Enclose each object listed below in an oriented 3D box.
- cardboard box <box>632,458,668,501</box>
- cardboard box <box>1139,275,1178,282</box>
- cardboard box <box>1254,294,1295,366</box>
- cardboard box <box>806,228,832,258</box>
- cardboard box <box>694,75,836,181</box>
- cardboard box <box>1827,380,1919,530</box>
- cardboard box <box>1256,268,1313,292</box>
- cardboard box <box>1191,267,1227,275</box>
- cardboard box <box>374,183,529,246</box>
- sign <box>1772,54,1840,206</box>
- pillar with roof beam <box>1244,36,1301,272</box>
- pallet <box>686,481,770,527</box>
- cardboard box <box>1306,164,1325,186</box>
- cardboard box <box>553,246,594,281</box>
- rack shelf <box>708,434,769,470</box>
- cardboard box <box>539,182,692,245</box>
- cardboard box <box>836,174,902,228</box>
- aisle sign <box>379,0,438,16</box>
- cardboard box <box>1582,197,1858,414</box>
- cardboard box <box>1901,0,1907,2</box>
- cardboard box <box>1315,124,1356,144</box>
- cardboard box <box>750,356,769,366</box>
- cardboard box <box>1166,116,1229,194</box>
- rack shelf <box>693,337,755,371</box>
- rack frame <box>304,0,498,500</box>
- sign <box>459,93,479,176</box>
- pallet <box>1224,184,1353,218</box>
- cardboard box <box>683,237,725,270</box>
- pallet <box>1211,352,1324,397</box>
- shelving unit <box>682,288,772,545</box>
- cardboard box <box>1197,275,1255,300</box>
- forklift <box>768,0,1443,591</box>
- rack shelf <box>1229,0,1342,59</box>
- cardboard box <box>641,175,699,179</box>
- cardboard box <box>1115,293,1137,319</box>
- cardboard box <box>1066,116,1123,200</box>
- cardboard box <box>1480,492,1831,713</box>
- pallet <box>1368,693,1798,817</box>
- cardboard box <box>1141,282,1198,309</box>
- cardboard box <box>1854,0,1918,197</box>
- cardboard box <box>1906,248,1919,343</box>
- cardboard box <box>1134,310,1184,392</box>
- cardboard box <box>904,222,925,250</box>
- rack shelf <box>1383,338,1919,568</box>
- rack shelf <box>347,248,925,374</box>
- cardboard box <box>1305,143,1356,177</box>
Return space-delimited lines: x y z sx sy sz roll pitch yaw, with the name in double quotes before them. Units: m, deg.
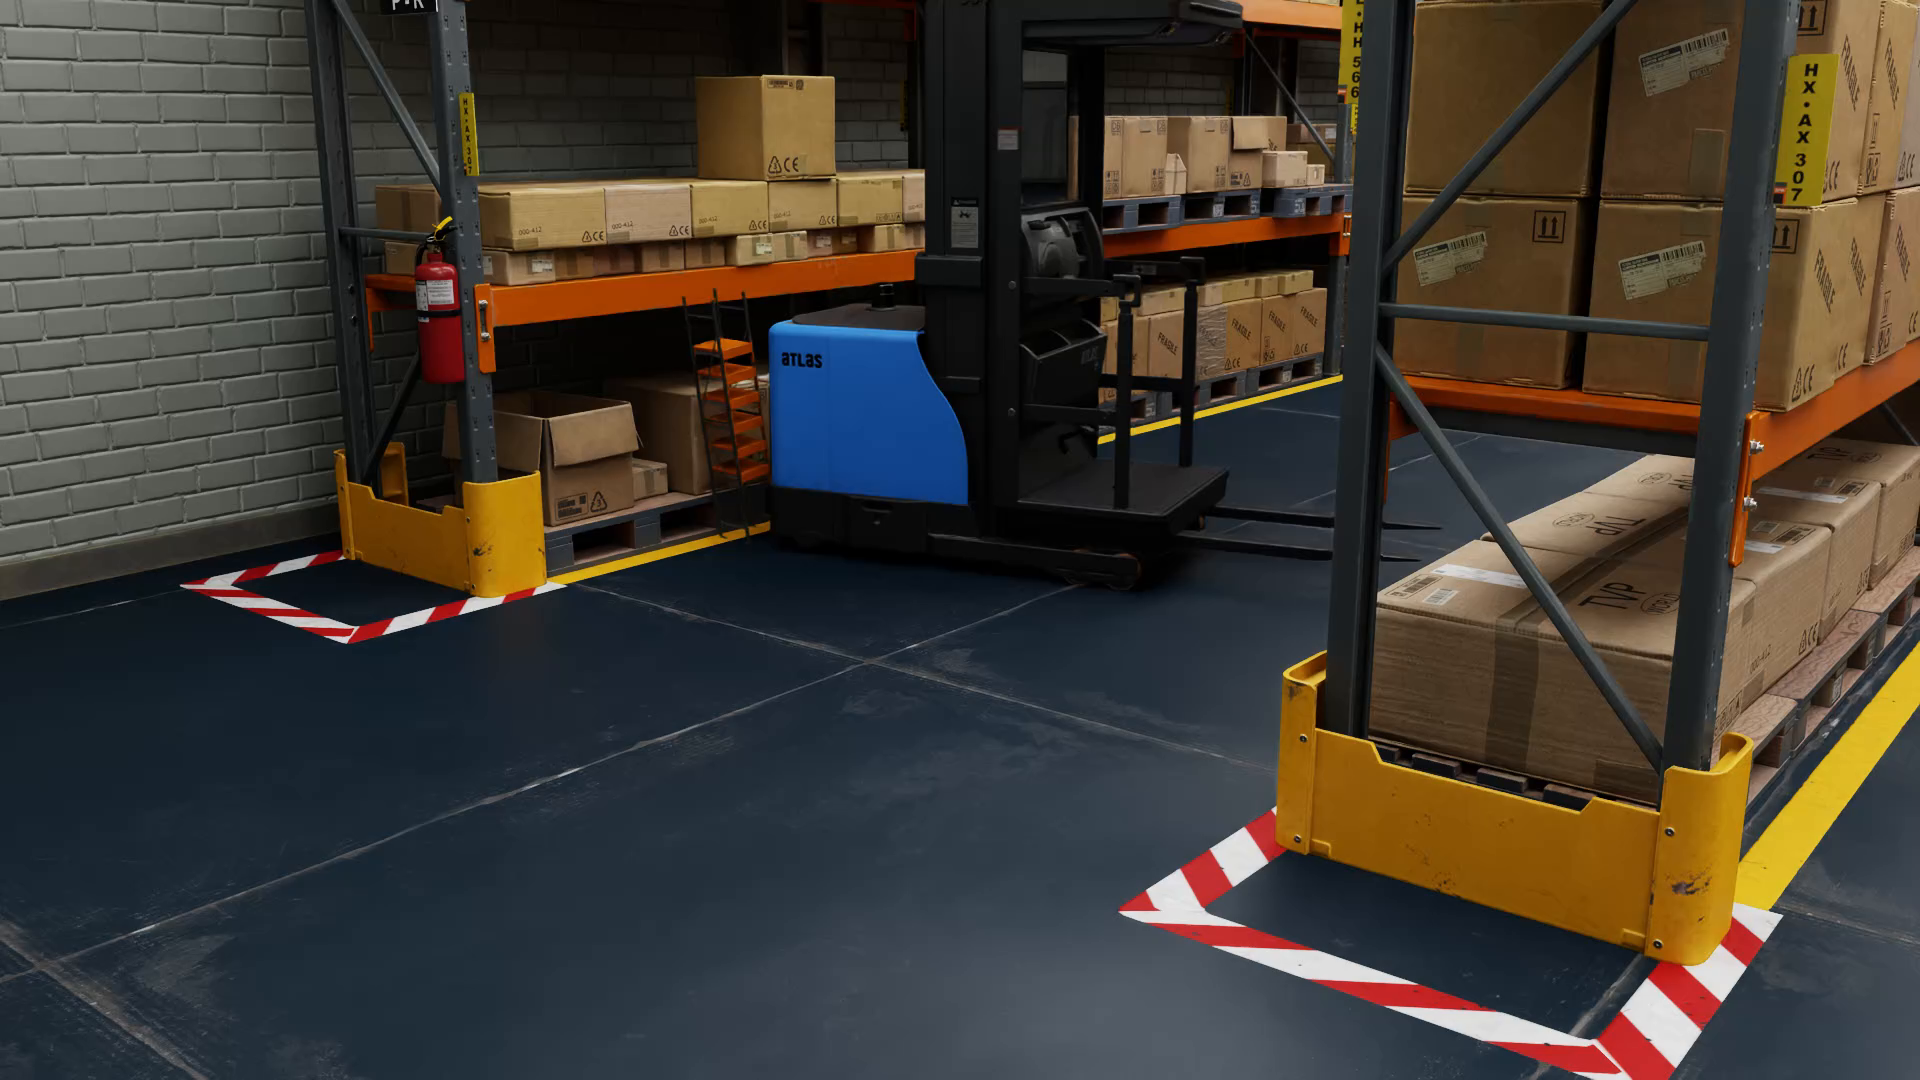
"cardboard box" -1.658 -0.306 8.172 0.380 0.149 0.250 10 18 35
"cardboard box" 1.393 -1.891 12.382 0.380 0.149 0.250 11 18 36
"cardboard box" 2.193 -1.622 12.639 0.500 0.500 0.500 11 18 37
"cardboard box" -0.887 -1.558 8.672 0.380 0.149 0.250 11 18 37
"cardboard box" -0.976 -2.074 8.371 0.500 0.500 0.500 12 18 39
"cardboard box" 4.291 -0.610 7.893 0.875 0.875 0.875 12 19 39
"cardboard box" 2.501 -2.011 12.853 0.380 0.149 0.250 10 17 35
"cardboard box" 1.857 -2.046 12.993 0.380 0.149 0.250 12 19 39
"cardboard box" -2.331 -1.507 7.663 0.500 0.250 0.500 12 19 39
"sign" 1.878 -0.910 3.693 0.100 0.325 0.005 11 18 38
"pillar with roof beam" 6.081 -5.469 11.374 9.100 9.000 0.400 11 18 38
"pallet" -1.098 -0.355 9.091 1.003 0.211 1.213 11 18 38
"cardboard box" 2.500 -2.735 12.454 0.380 0.149 0.250 12 18 39
"cardboard box" -1.870 -1.261 7.504 0.380 0.149 0.250 12 18 39
"rack shelf" -1.075 -0.431 8.010 0.258 0.103 0.180 14 28 43
"cardboard box" -1.602 -1.520 7.713 0.500 0.250 0.500 12 18 38
"cardboard box" -0.657 -1.817 8.883 0.500 0.250 0.500 11 18 37
"aisle sign" -2.228 -2.508 6.622 0.394 0.787 0.004 11 18 38
"cardboard box" 1.975 -0.635 4.327 0.500 0.500 0.500 11 18 37
"cardboard box" 2.401 -1.558 4.612 0.380 0.149 0.250 11 18 36
"cardboard box" 3.044 -3.217 13.172 0.380 0.149 0.250 12 19 39
"cardboard box" -0.735 -0.757 9.235 0.700 0.500 0.500 10 18 35
"cardboard box" 1.397 -2.632 11.335 0.700 0.500 0.500 11 18 37
"rack shelf" -1.122 -0.879 7.846 0.258 0.103 0.180 14 28 43
"rack frame" -2.413 -1.306 7.173 1.000 3.000 0.127 11 18 38
"sign" -1.991 -1.642 6.736 0.100 0.325 0.005 11 18 38
"pallet" 2.243 -2.605 12.673 1.213 0.211 1.003 11 18 38
"cardboard box" -1.362 -1.407 8.080 0.380 0.149 0.250 12 18 38
"pallet" 2.116 -1.350 13.007 1.003 0.211 1.213 11 18 38
"shelving unit" -1.091 -0.584 7.954 0.258 1.200 0.189 14 28 43
"cardboard box" 1.953 -1.867 12.286 0.380 0.149 0.250 12 19 39
"forklift" 0.654 -1.346 7.468 3.031 2.935 1.130 6 16 23
"rack shelf" 1.358 -3.560 11.415 1.077 0.370 4.000 11 18 38
"cardboard box" -1.362 -1.800 8.815 0.500 0.250 0.500 11 18 37
"cardboard box" 0.961 -1.577 11.144 0.380 0.149 0.250 11 18 37
"cardboard box" 0.579 -2.382 10.353 0.700 0.500 0.500 12 18 39
"cardboard box" 2.355 0.181 5.669 0.875 0.438 0.875 12 18 39
"pallet" 1.891 0.647 5.146 1.003 0.211 1.213 11 18 38
"cardboard box" 1.452 -1.722 11.716 0.380 0.149 0.250 11 18 38
"cardboard box" 2.292 -1.220 4.599 0.500 0.500 0.500 11 18 36
"cardboard box" 2.906 -0.929 5.485 0.500 0.500 0.500 12 19 39
"cardboard box" 1.224 -1.321 11.453 0.500 0.500 0.500 11 18 36
"cardboard box" -0.381 -1.698 9.223 0.380 0.149 0.250 12 18 39
"rack shelf" 2.707 -0.573 5.748 1.077 0.370 4.000 11 18 38
"rack shelf" -1.156 -1.341 8.769 1.077 0.370 4.000 11 18 38
"cardboard box" 3.103 -3.051 13.331 0.500 0.250 0.500 11 18 37
